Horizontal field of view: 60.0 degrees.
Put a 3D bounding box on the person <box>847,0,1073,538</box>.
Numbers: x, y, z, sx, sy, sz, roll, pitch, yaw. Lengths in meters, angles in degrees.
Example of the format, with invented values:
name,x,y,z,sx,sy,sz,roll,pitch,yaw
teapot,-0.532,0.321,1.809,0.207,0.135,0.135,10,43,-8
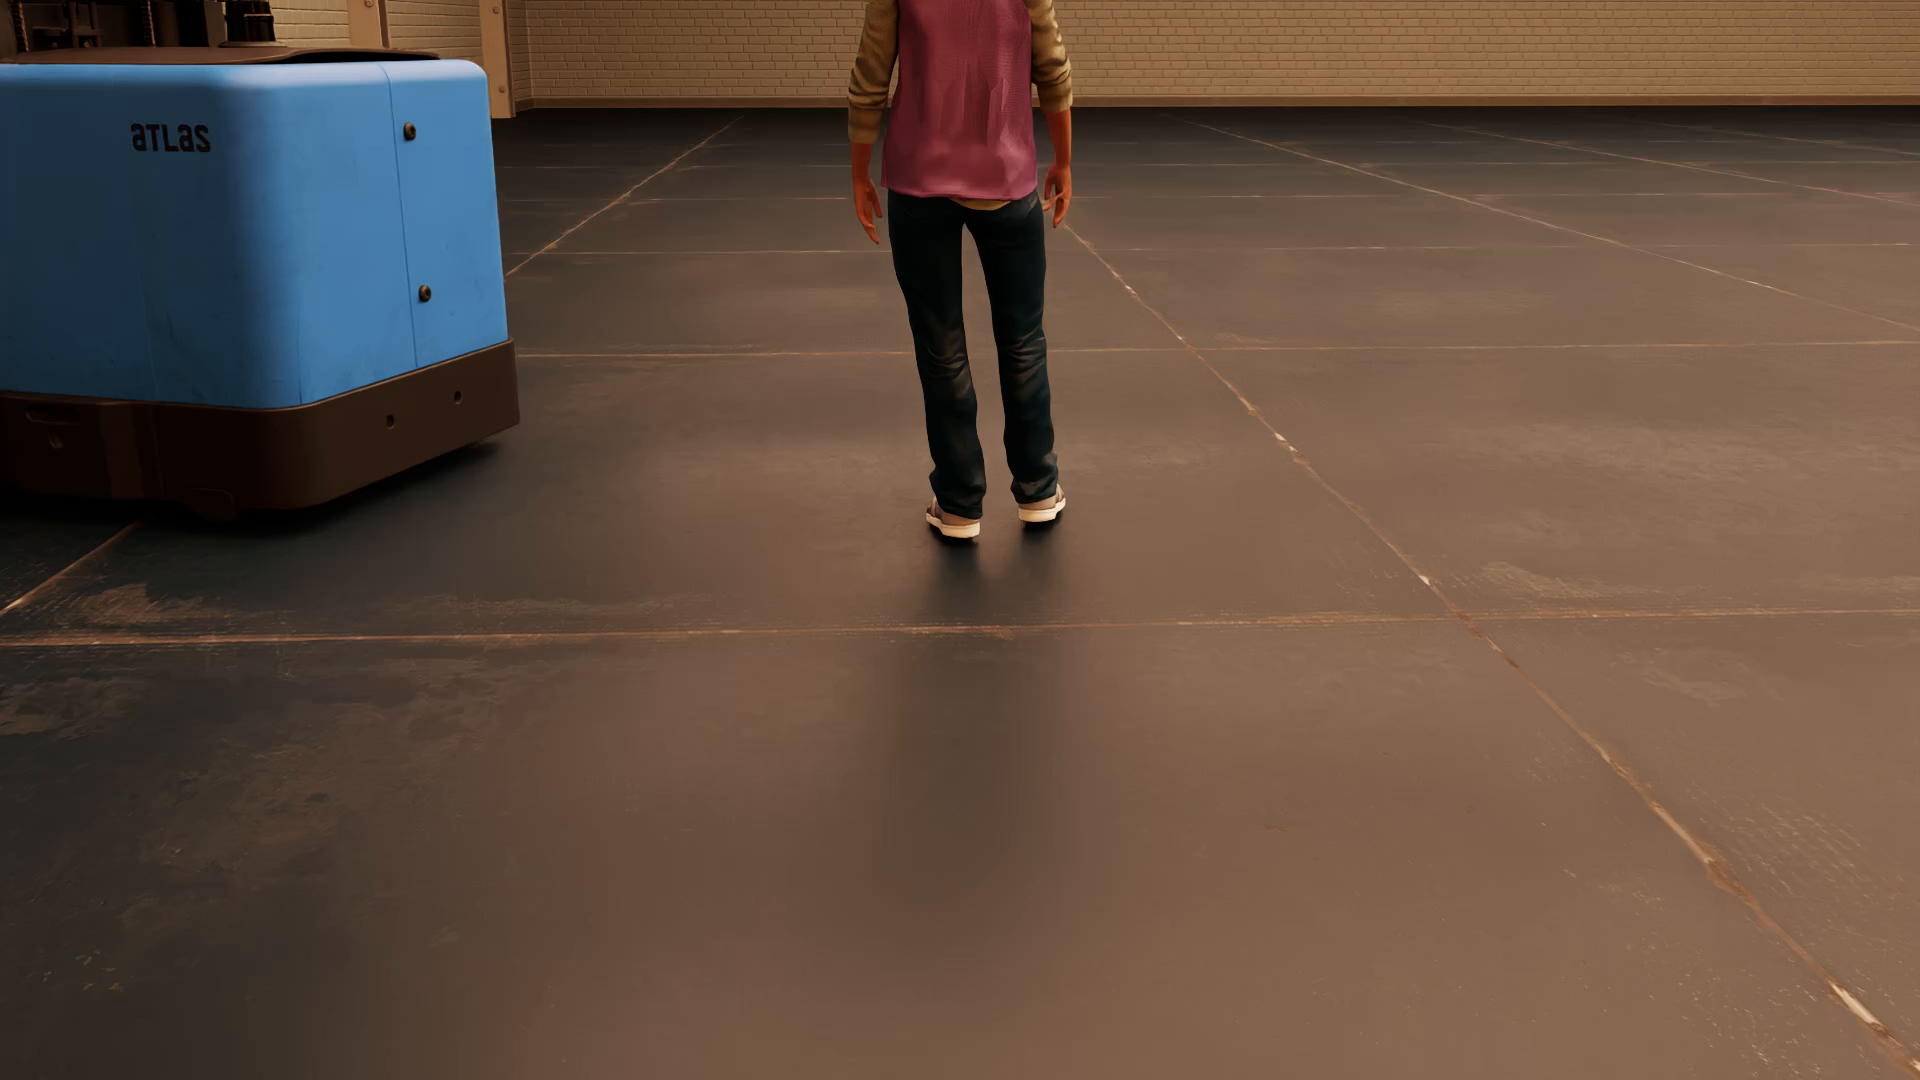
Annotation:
name,x,y,z,sx,sy,sz,roll,pitch,yaw
person,0.010,-0.792,3.755,0.521,1.599,0.473,-1,17,-3

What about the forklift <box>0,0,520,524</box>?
name,x,y,z,sx,sy,sz,roll,pitch,yaw
forklift,-2.839,-1.668,4.361,3.031,2.935,1.130,5,18,16
